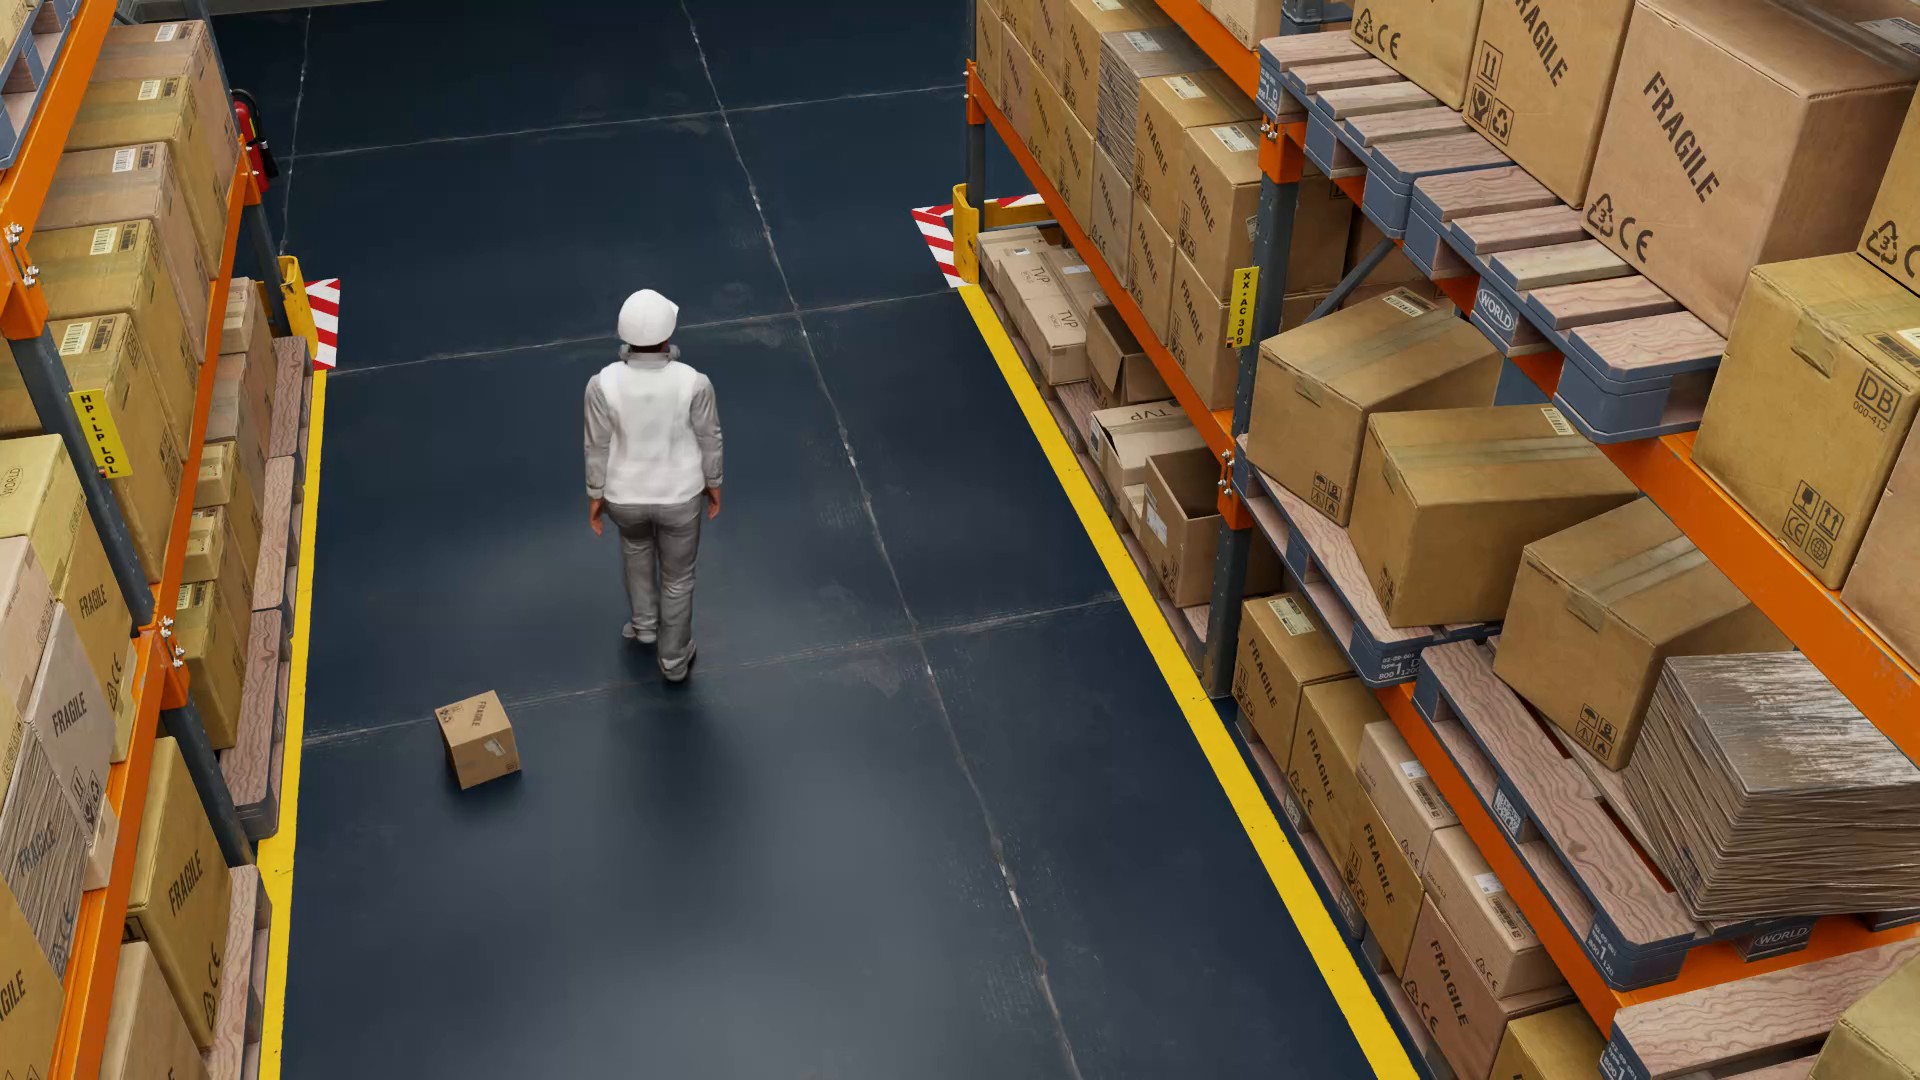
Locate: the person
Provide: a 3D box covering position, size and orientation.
[{"bbox_3d":[-1.257,-0.214,6.939,0.564,1.756,0.535,-1,38,-1],"label":"person"}]
